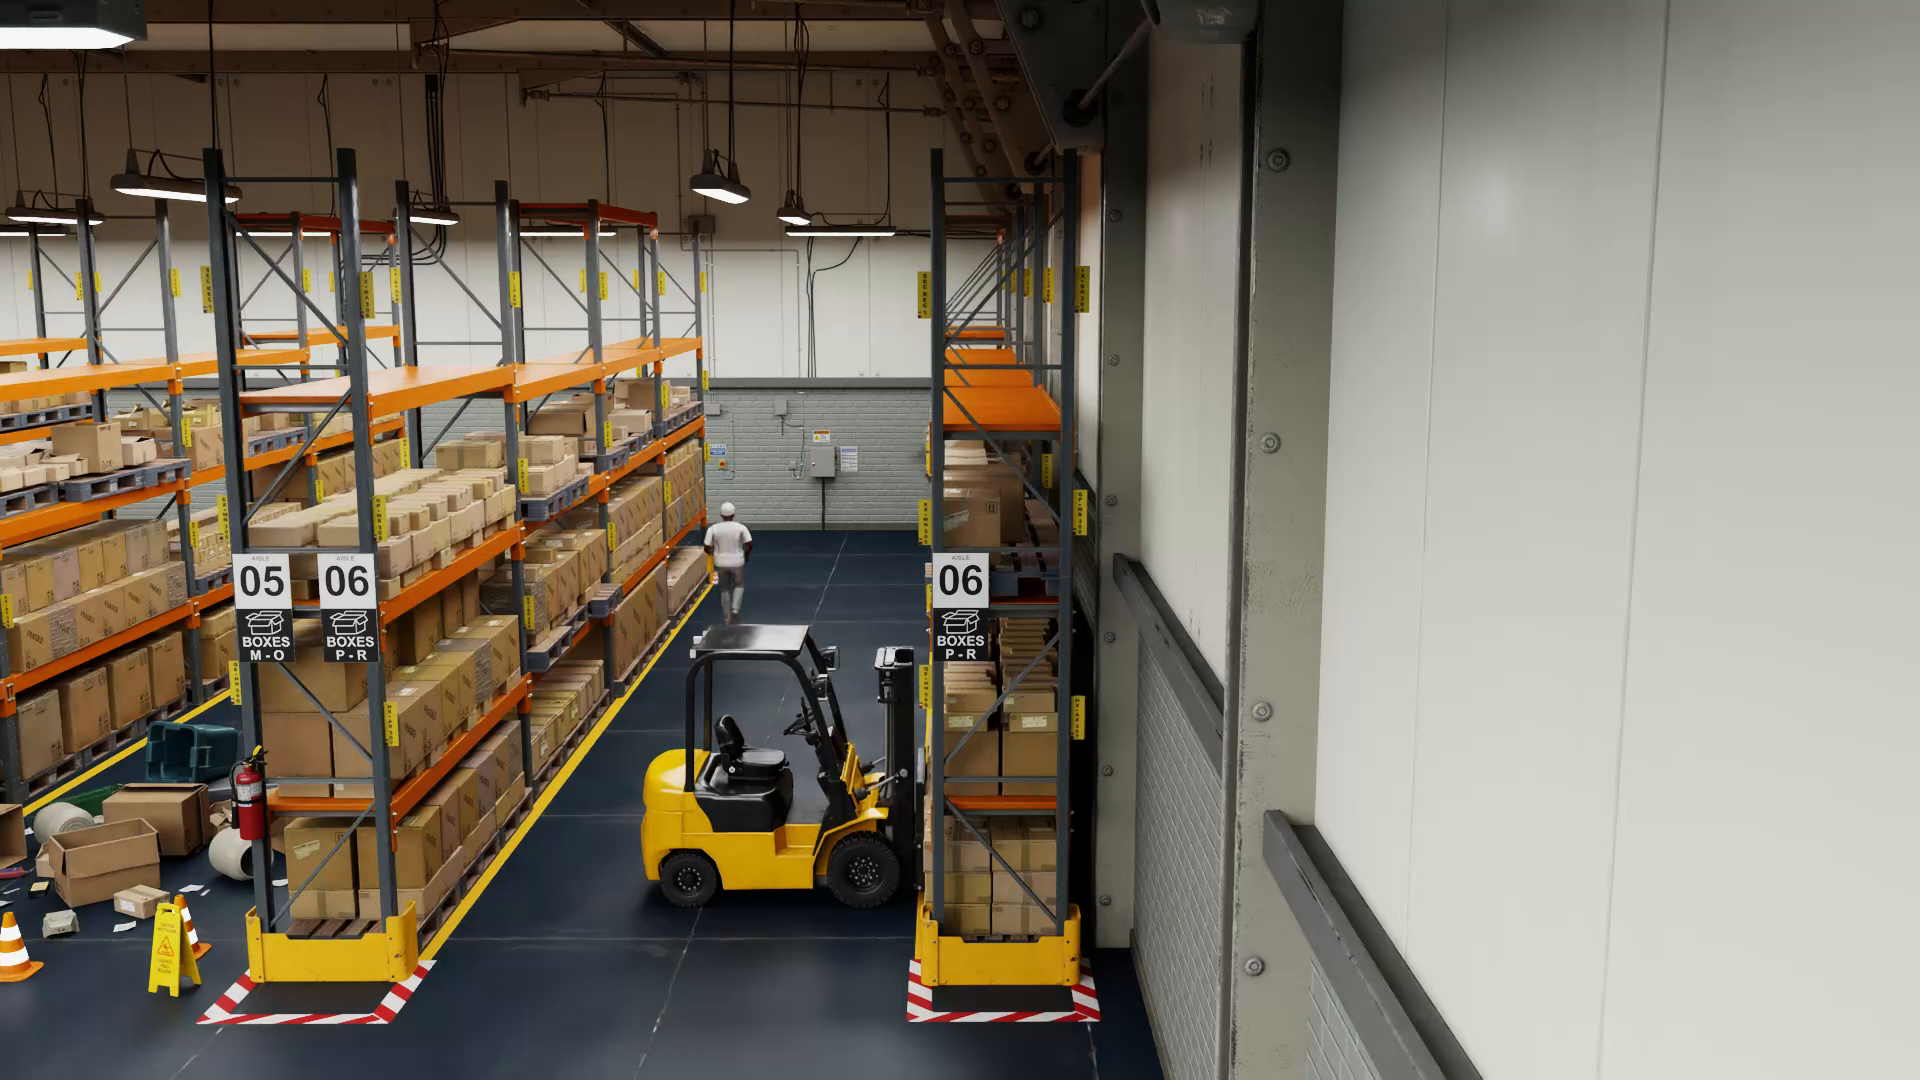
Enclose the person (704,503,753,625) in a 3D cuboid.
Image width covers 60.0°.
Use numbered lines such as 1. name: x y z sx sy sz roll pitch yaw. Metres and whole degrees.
1. person: -3.197 0.336 23.142 0.695 1.753 0.557 0 9 -1
